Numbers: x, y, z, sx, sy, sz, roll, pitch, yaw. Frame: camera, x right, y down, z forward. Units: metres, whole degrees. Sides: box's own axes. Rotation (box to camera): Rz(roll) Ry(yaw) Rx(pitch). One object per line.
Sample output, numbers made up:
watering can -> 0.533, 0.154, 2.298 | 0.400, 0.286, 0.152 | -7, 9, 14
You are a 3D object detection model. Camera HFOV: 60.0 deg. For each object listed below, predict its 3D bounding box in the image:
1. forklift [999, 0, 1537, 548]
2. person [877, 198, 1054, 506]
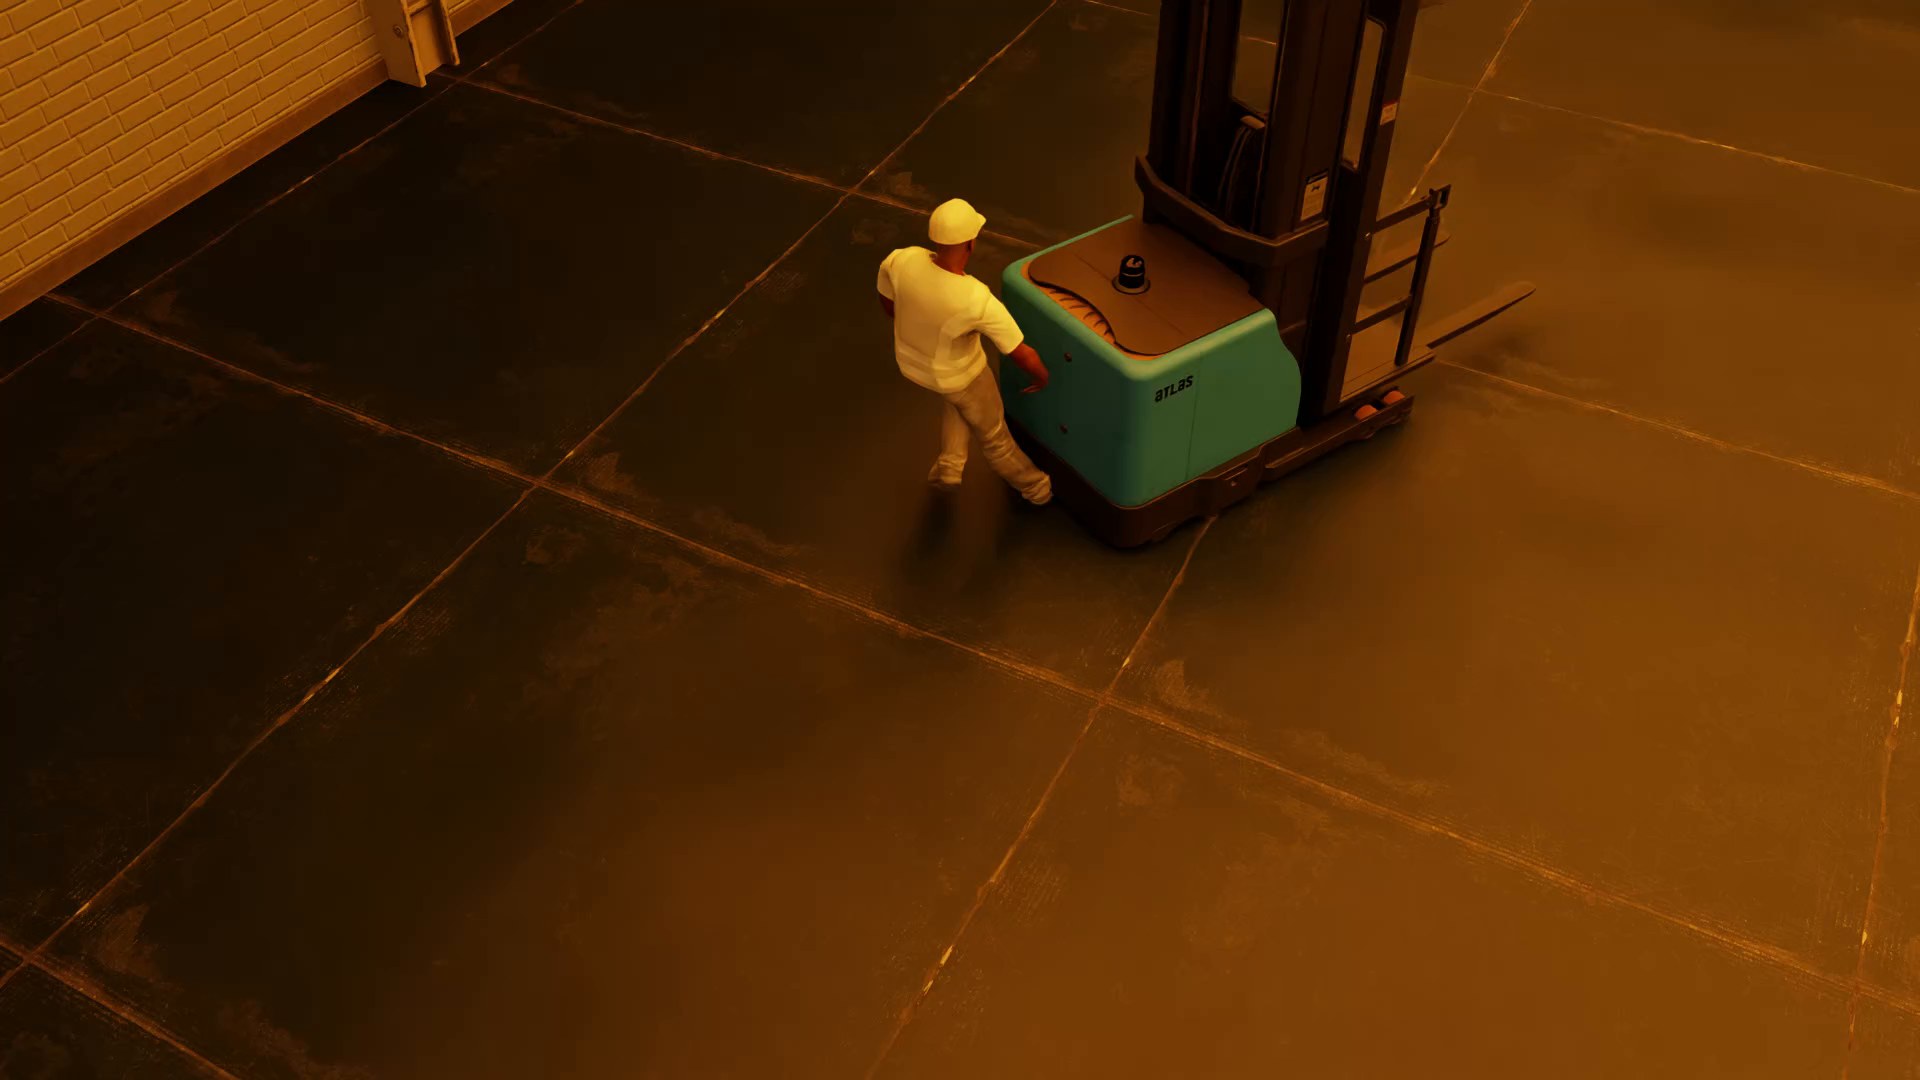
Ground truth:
forklift -> 1.668, -1.846, 7.613 | 3.031, 2.935, 1.130 | -26, 49, -25
person -> 0.076, -0.874, 7.505 | 0.755, 1.679, 0.732 | 30, 51, 28
